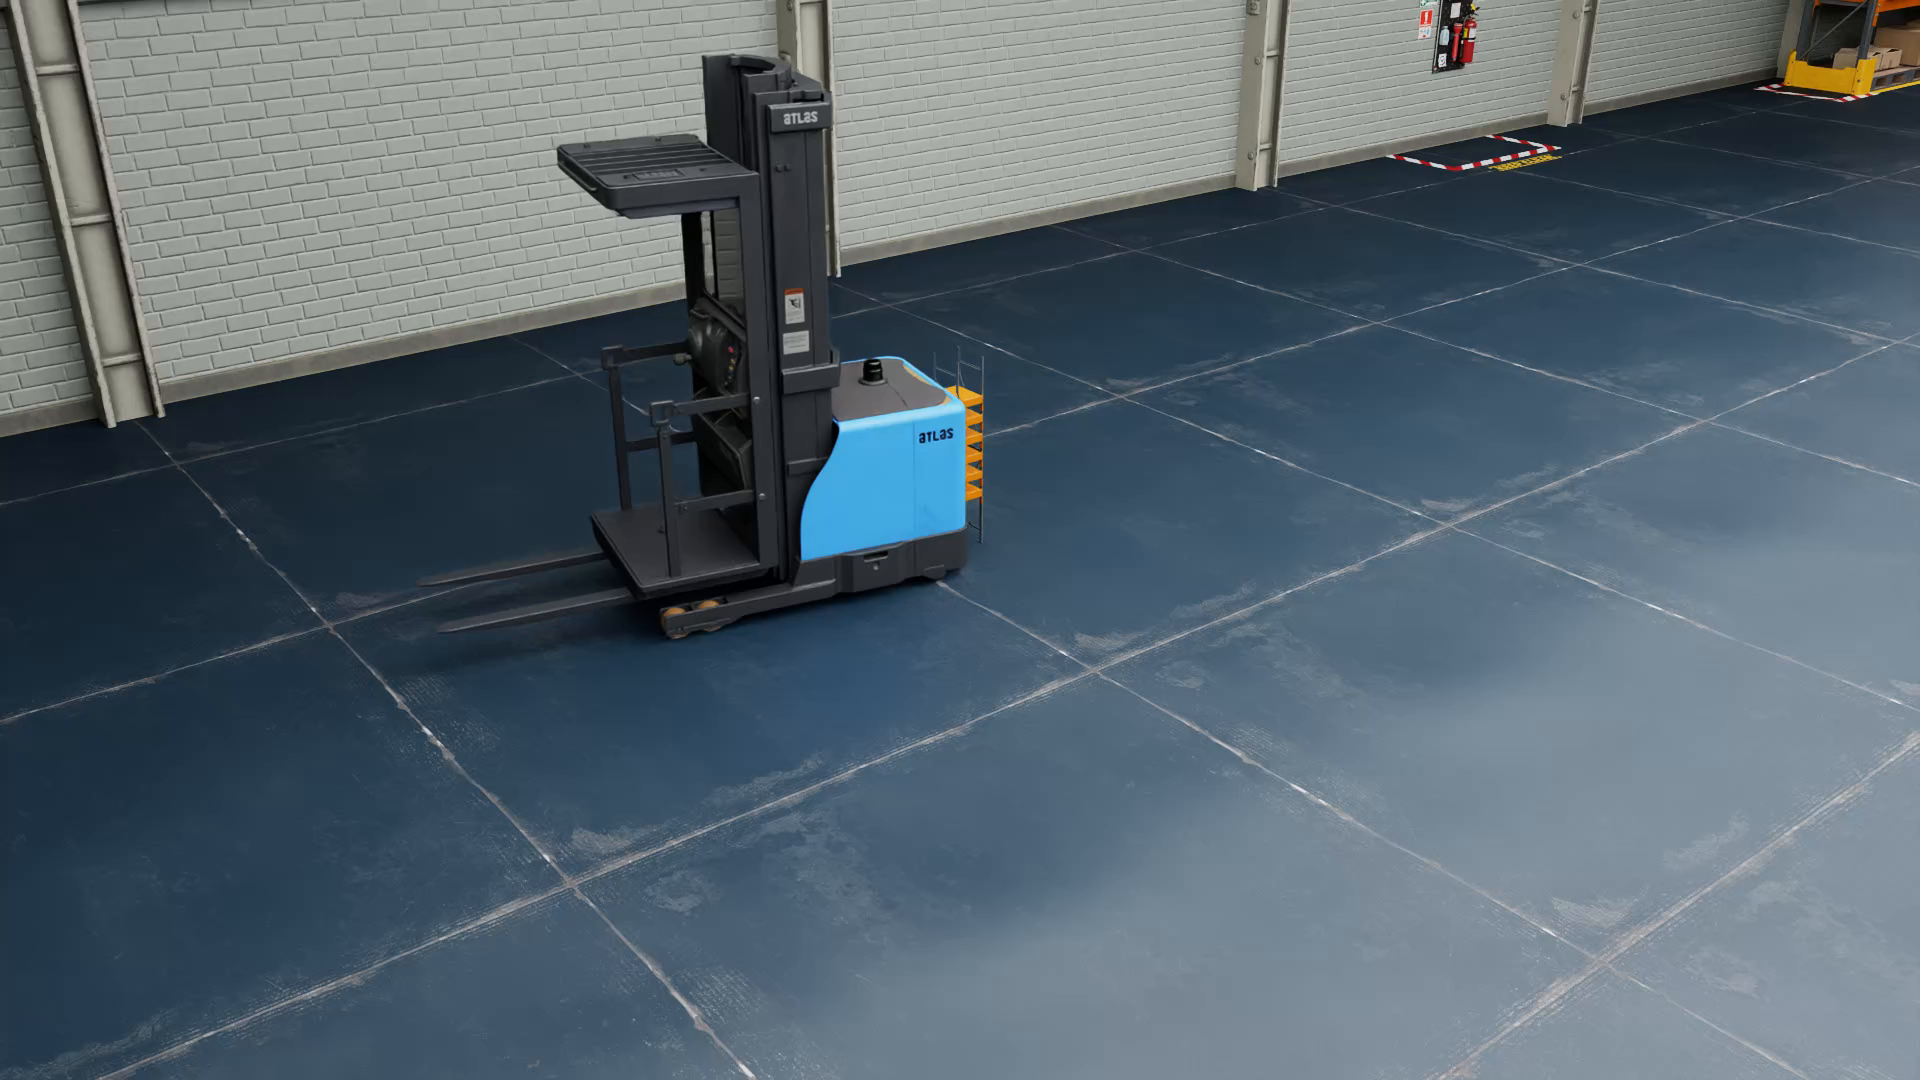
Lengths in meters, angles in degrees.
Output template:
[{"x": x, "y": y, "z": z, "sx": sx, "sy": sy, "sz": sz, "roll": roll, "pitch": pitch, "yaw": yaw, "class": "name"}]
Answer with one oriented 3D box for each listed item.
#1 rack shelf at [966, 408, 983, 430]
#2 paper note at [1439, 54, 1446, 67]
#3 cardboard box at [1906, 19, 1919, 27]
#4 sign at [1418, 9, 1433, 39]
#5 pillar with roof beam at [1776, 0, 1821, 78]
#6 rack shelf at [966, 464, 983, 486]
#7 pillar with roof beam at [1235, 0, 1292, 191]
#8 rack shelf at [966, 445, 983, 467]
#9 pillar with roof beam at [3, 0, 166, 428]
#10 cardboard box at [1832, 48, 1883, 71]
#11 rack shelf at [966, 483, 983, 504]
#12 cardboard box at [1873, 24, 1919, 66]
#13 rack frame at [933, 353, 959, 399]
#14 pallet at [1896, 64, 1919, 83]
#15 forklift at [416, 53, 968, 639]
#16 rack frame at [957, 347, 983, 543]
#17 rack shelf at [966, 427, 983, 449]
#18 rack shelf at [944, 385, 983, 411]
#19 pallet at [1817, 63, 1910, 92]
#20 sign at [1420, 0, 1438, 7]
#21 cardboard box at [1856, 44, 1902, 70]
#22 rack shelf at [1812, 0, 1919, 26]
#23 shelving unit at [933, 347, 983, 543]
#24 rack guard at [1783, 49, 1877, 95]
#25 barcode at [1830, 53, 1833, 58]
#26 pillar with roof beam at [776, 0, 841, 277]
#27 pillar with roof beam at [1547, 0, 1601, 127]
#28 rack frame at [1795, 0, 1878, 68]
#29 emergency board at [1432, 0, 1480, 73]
[{"x": -0.011, "y": -0.718, "z": 9.907, "sx": 0.180, "sy": 0.103, "sz": 0.258, "roll": -18, "pitch": 31, "yaw": -34, "class": "rack shelf"}, {"x": 5.932, "y": -5.894, "z": 20.433, "sx": 0.142, "sy": 0.148, "sz": 0.016, "roll": -18, "pitch": 31, "yaw": -34, "class": "paper note"}, {"x": 15.142, "y": -7.858, "z": 26.066, "sx": 0.500, "sy": 0.500, "sz": 0.500, "roll": -21, "pitch": 32, "yaw": -38, "class": "cardboard box"}, {"x": 5.615, "y": -6.224, "z": 20.054, "sx": 0.234, "sy": 0.329, "sz": 0.001, "roll": -18, "pitch": 31, "yaw": -34, "class": "sign"}, {"x": 15.460, "y": -9.800, "z": 20.676, "sx": 0.400, "sy": 9.000, "sz": 9.100, "roll": -18, "pitch": 31, "yaw": -34, "class": "pillar with roof beam"}, {"x": -0.011, "y": -0.391, "z": 10.059, "sx": 0.180, "sy": 0.103, "sz": 0.258, "roll": -18, "pitch": 31, "yaw": -34, "class": "rack shelf"}, {"x": 6.017, "y": -6.683, "z": 13.960, "sx": 0.400, "sy": 9.000, "sz": 9.100, "roll": -18, "pitch": 31, "yaw": -34, "class": "pillar with roof beam"}, {"x": -0.011, "y": -0.500, "z": 10.008, "sx": 0.180, "sy": 0.103, "sz": 0.258, "roll": -18, "pitch": 31, "yaw": -34, "class": "rack shelf"}, {"x": -3.426, "y": -3.565, "z": 7.243, "sx": 0.400, "sy": 9.000, "sz": 9.100, "roll": -18, "pitch": 31, "yaw": -34, "class": "pillar with roof beam"}, {"x": 13.387, "y": -7.166, "z": 24.799, "sx": 0.500, "sy": 0.311, "sz": 0.500, "roll": -23, "pitch": 33, "yaw": -40, "class": "cardboard box"}, {"x": -0.011, "y": -0.282, "z": 10.109, "sx": 0.180, "sy": 0.103, "sz": 0.258, "roll": -18, "pitch": 31, "yaw": -34, "class": "rack shelf"}, {"x": 14.443, "y": -7.574, "z": 25.453, "sx": 0.500, "sy": 0.500, "sz": 0.700, "roll": -21, "pitch": 32, "yaw": -37, "class": "cardboard box"}, {"x": -0.083, "y": -0.517, "z": 9.938, "sx": 0.006, "sy": 1.200, "sz": 0.240, "roll": -18, "pitch": 31, "yaw": -34, "class": "rack frame"}, {"x": 14.467, "y": -7.306, "z": 25.741, "sx": 1.213, "sy": 0.211, "sz": 1.003, "roll": -18, "pitch": 31, "yaw": -34, "class": "pallet"}, {"x": -1.511, "y": -1.044, "z": 9.018, "sx": 3.031, "sy": 2.935, "sz": 1.130, "roll": -11, "pitch": 27, "yaw": -23, "class": "forklift"}, {"x": 0.061, "y": -0.564, "z": 10.041, "sx": 0.006, "sy": 1.200, "sz": 0.240, "roll": -18, "pitch": 31, "yaw": -34, "class": "rack frame"}, {"x": -0.011, "y": -0.609, "z": 9.957, "sx": 0.180, "sy": 0.103, "sz": 0.258, "roll": -18, "pitch": 31, "yaw": -34, "class": "rack shelf"}, {"x": -0.011, "y": -0.827, "z": 9.856, "sx": 0.180, "sy": 0.103, "sz": 0.258, "roll": -18, "pitch": 31, "yaw": -34, "class": "rack shelf"}, {"x": 13.507, "y": -6.991, "z": 25.062, "sx": 1.213, "sy": 0.211, "sz": 1.003, "roll": -18, "pitch": 31, "yaw": -34, "class": "pallet"}, {"x": 5.624, "y": -6.462, "z": 19.939, "sx": 0.331, "sy": 0.109, "sz": 0.001, "roll": -18, "pitch": 31, "yaw": -34, "class": "sign"}, {"x": 13.835, "y": -7.314, "z": 25.118, "sx": 0.500, "sy": 0.311, "sz": 0.500, "roll": -15, "pitch": 29, "yaw": -30, "class": "cardboard box"}, {"x": 14.360, "y": -8.230, "z": 25.274, "sx": 4.000, "sy": 0.370, "sz": 1.077, "roll": -18, "pitch": 31, "yaw": -34, "class": "rack shelf"}, {"x": -0.011, "y": -0.540, "z": 9.989, "sx": 0.189, "sy": 1.200, "sz": 0.258, "roll": -18, "pitch": 31, "yaw": -34, "class": "shelving unit"}, {"x": 12.846, "y": -6.922, "z": 24.571, "sx": 0.348, "sy": 0.500, "sz": 1.175, "roll": -18, "pitch": 31, "yaw": -34, "class": "rack guard"}, {"x": 13.154, "y": -7.308, "z": 25.093, "sx": 0.075, "sy": 0.075, "sz": 0.001, "roll": -18, "pitch": 31, "yaw": -34, "class": "barcode"}, {"x": 1.296, "y": -5.124, "z": 10.601, "sx": 0.400, "sy": 9.000, "sz": 9.100, "roll": -18, "pitch": 31, "yaw": -34, "class": "pillar with roof beam"}, {"x": 10.739, "y": -8.241, "z": 17.318, "sx": 0.400, "sy": 9.000, "sz": 9.100, "roll": -18, "pitch": 31, "yaw": -34, "class": "pillar with roof beam"}, {"x": 12.787, "y": -8.036, "z": 24.003, "sx": 0.127, "sy": 3.000, "sz": 1.000, "roll": -18, "pitch": 31, "yaw": -34, "class": "rack frame"}, {"x": 6.114, "y": -6.317, "z": 20.298, "sx": 0.643, "sy": 1.169, "sz": 0.194, "roll": -18, "pitch": 31, "yaw": -34, "class": "emergency board"}]
